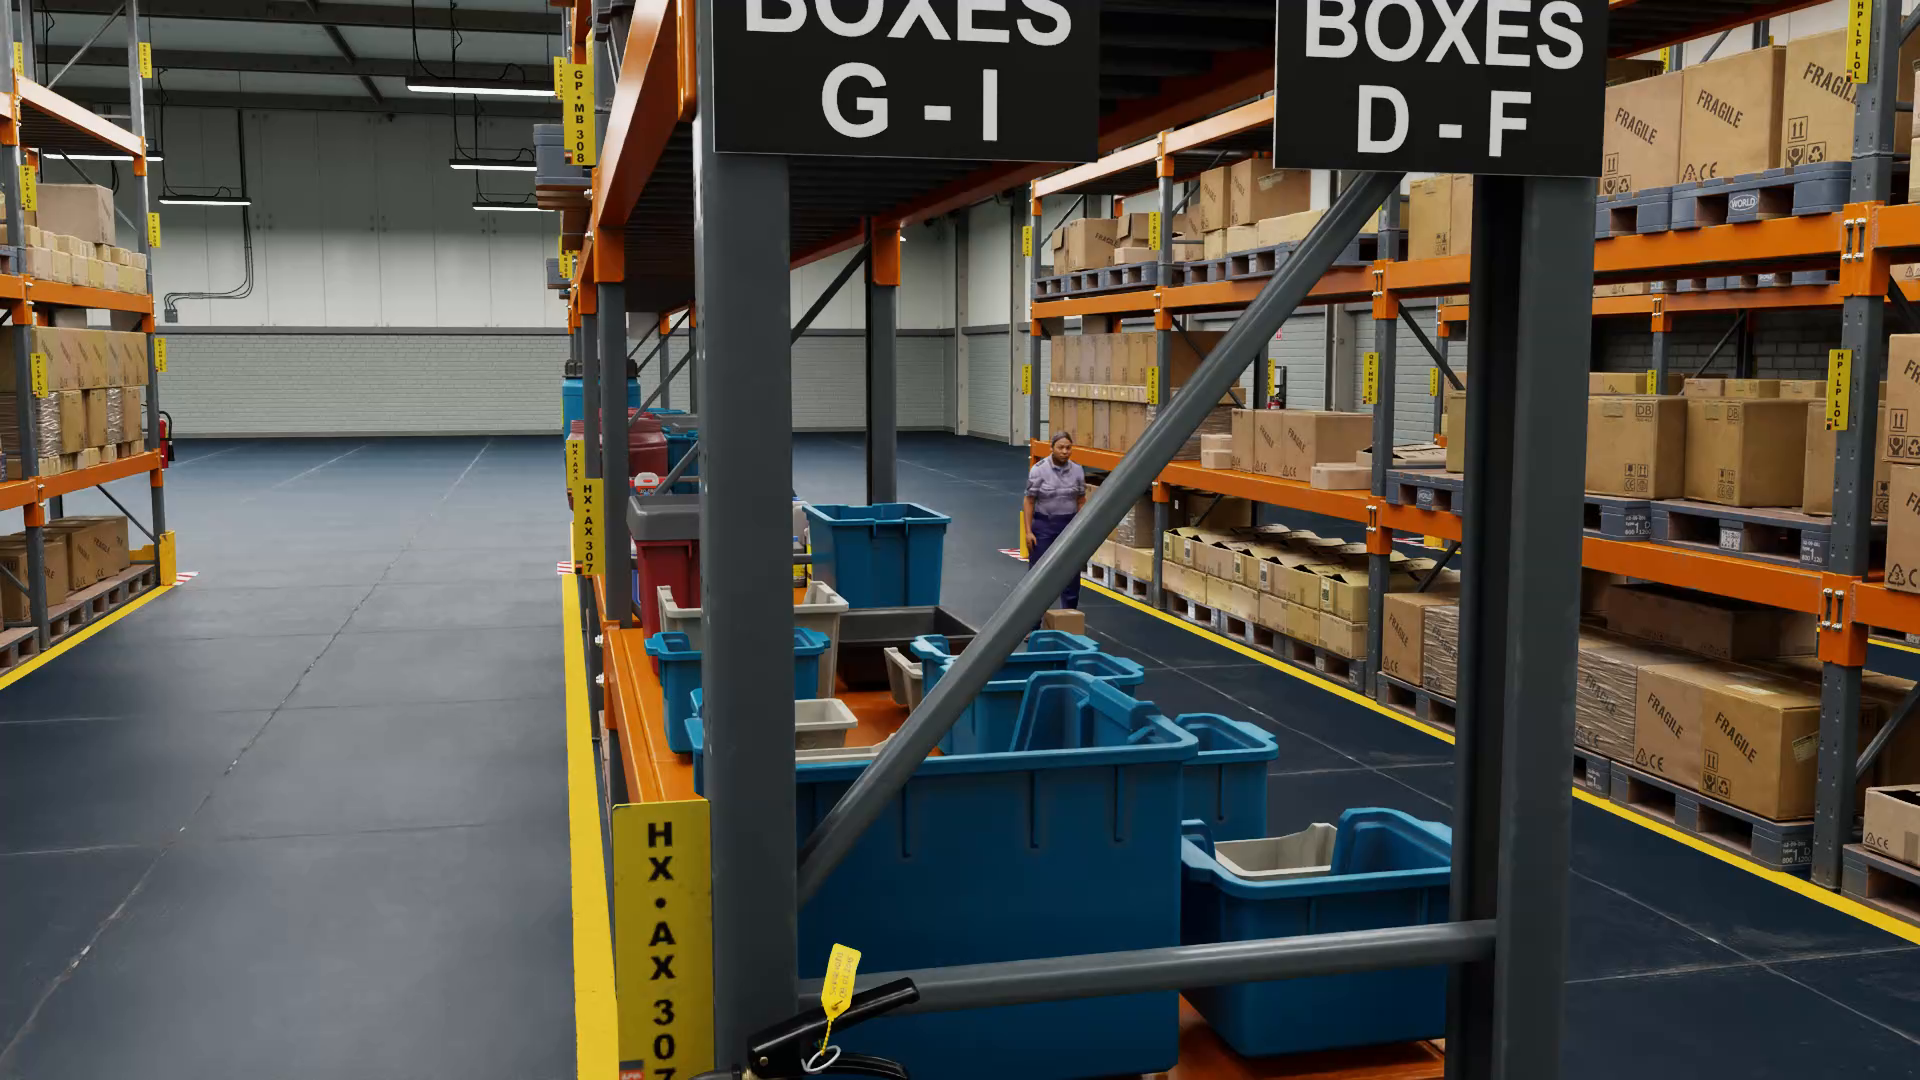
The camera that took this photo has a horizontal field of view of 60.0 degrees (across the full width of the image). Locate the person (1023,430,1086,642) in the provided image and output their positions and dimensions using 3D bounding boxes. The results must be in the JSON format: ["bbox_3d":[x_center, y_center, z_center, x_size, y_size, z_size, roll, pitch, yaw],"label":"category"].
[{"bbox_3d":[0.746,-0.039,13.076,0.547,1.651,0.367,-2,6,-14],"label":"person"}]
